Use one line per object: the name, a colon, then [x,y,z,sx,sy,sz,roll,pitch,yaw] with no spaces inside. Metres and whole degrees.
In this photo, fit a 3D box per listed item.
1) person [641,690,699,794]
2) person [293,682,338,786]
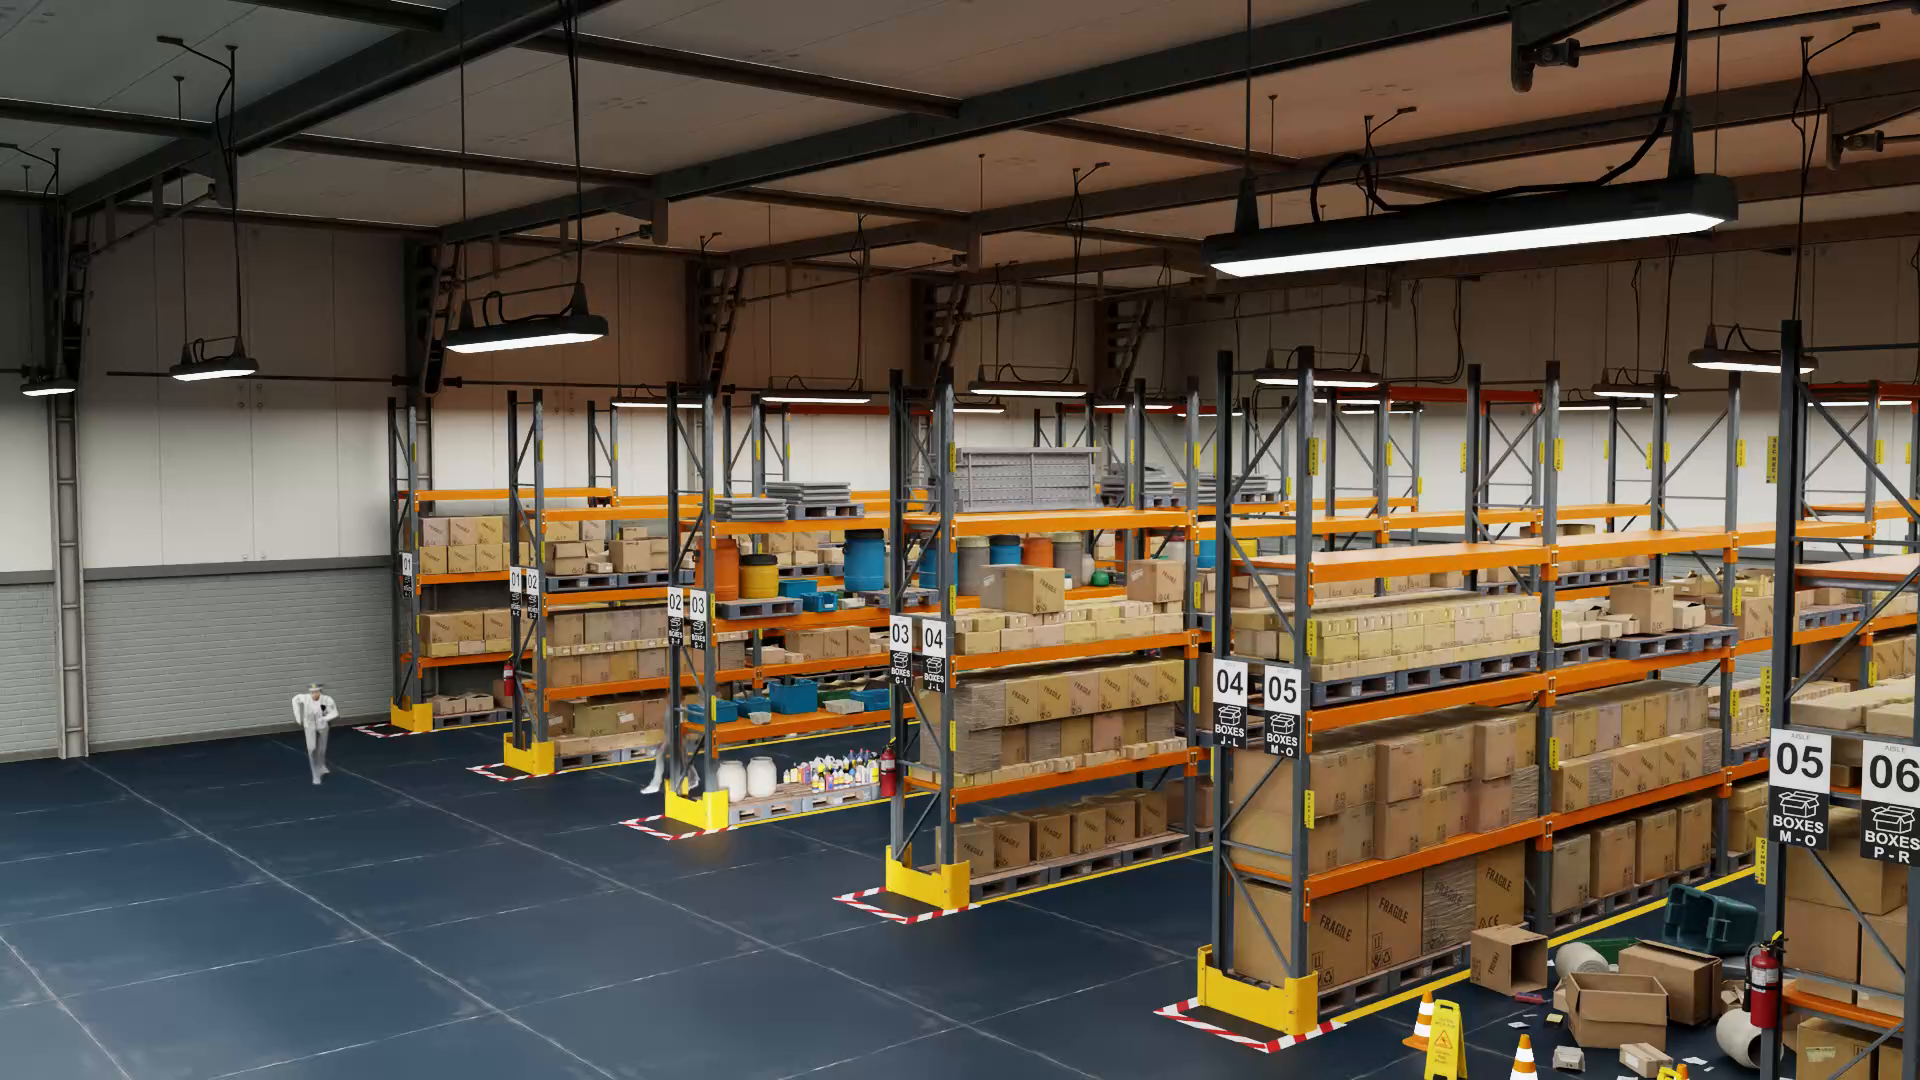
person: [-4.182,2.925,24.318,0.904,1.538,0.495,-3,5,-44]
person: [-9.814,2.929,25.359,0.657,1.611,0.932,-1,3,-17]
